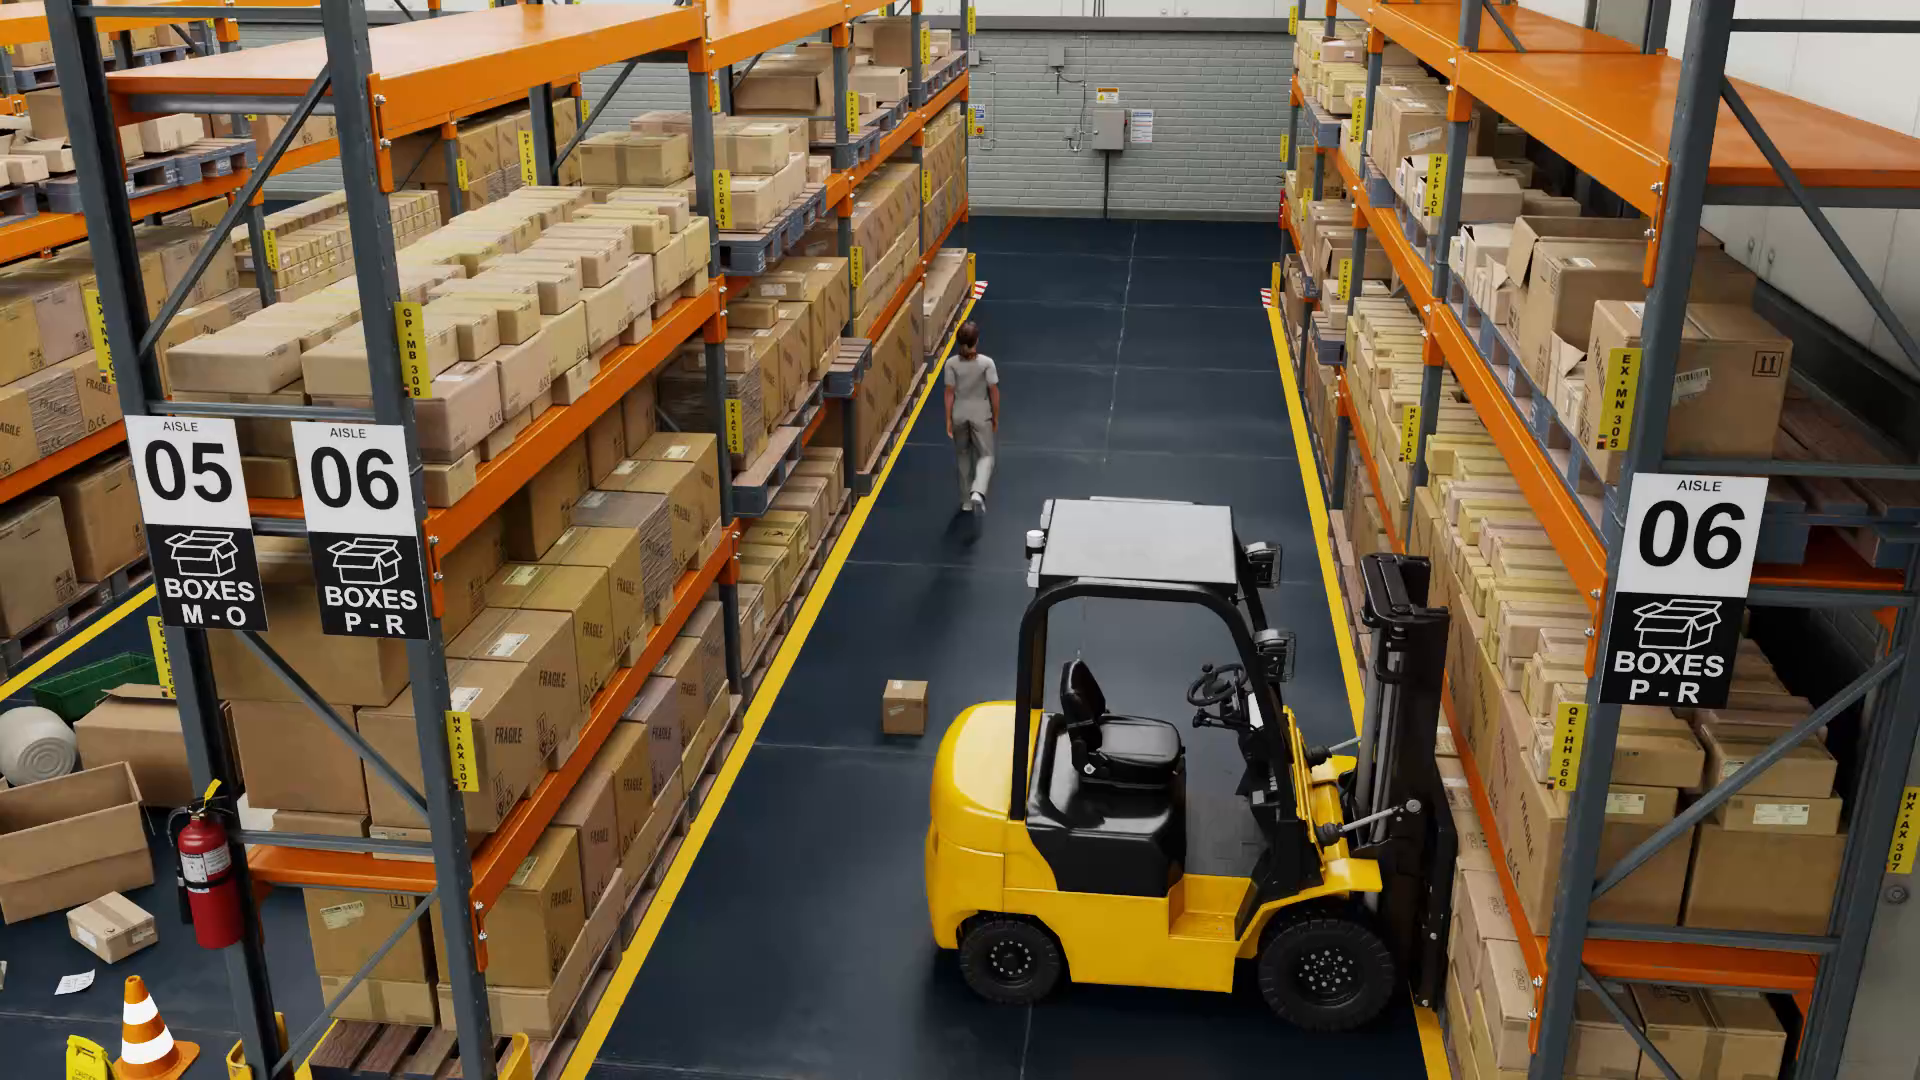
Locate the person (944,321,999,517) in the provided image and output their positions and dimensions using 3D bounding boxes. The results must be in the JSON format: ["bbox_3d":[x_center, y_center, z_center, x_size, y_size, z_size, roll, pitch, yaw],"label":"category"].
[{"bbox_3d":[0.092,-0.976,13.573,0.445,1.646,0.783,3,21,8],"label":"person"}]
